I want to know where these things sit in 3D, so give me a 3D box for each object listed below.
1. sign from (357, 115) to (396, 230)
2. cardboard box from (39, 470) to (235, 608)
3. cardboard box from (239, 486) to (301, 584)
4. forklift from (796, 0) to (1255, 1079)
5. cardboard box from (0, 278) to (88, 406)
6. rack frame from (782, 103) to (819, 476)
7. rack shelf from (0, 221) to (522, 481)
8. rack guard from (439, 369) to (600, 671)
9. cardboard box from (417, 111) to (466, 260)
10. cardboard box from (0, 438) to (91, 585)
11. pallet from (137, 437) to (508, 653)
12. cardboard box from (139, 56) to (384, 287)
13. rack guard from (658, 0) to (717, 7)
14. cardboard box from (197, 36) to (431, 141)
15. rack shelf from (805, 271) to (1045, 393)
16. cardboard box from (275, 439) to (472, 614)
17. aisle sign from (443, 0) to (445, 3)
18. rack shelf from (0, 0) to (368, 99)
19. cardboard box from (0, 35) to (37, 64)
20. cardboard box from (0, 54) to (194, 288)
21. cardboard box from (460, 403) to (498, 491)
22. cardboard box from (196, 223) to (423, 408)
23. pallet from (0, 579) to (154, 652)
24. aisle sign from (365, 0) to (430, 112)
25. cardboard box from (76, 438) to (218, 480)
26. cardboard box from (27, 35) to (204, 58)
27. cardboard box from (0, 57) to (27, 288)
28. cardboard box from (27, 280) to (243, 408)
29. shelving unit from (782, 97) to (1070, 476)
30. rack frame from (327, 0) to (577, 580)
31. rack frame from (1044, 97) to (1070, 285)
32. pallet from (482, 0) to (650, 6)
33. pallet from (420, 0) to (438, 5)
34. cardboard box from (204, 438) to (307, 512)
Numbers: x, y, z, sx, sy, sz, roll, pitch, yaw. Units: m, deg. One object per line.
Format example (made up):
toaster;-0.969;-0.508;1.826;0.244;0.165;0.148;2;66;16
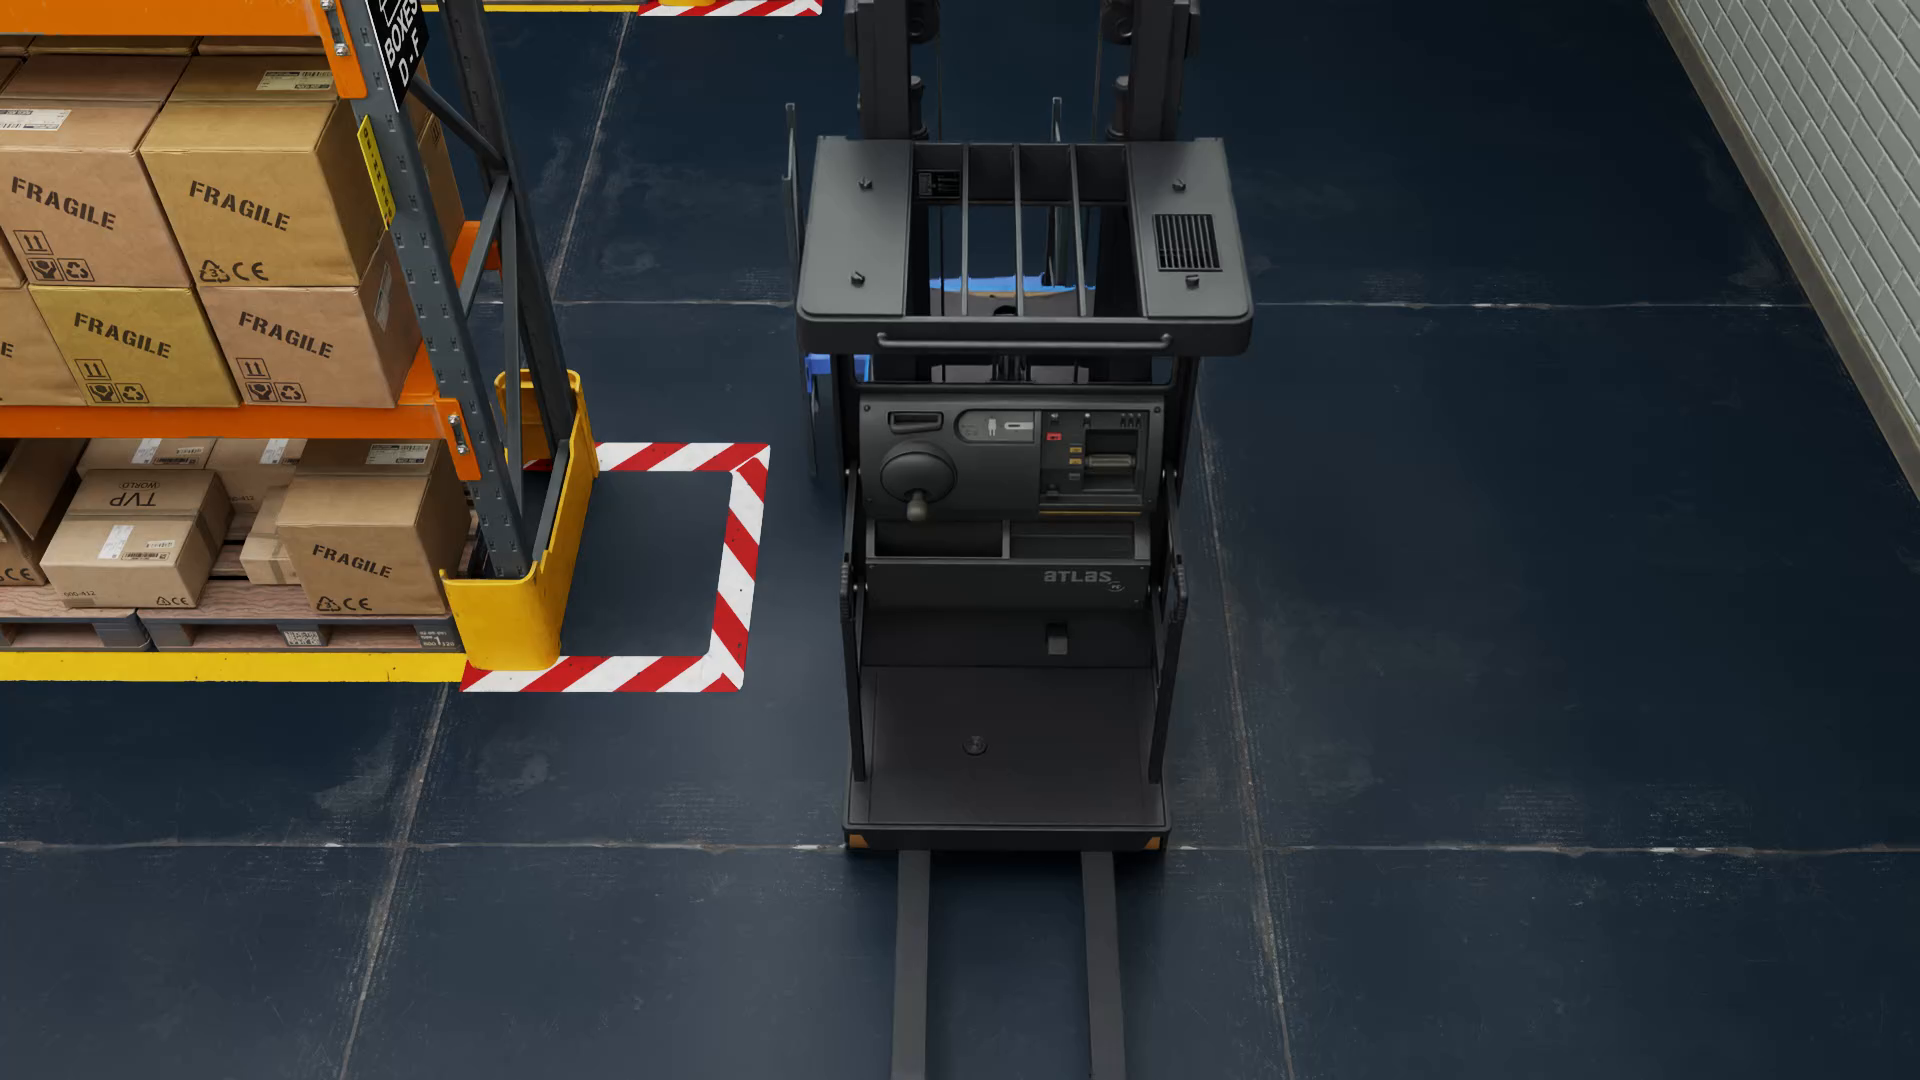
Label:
sign;-1.664;-1.046;4.748;0.005;0.325;0.100;0;47;0
cardboard box;-3.136;-0.009;6.368;0.500;0.250;0.500;0;47;0
cardboard box;-2.591;-0.023;6.438;0.250;0.166;0.380;0;47;0
forklift;0.158;-0.153;4.971;1.130;2.935;3.031;0;47;0
cardboard box;-3.108;-0.790;5.449;0.500;0.500;0.500;0;47;0
rack frame;-0.636;-0.969;6.708;0.032;1.500;0.500;-2;47;-2
rack shelf;-3.641;-0.710;5.934;4.000;0.370;1.077;0;47;0
rack guard;-1.717;-0.099;6.581;0.348;0.500;1.175;0;47;0
cardboard box;-2.084;-1.178;5.810;0.500;0.500;0.500;1;47;1
cardboard box;-3.763;-0.259;6.427;0.637;0.503;0.797;0;47;0
pallet;-2.515;-0.002;6.688;1.213;0.211;1.003;0;47;0
cardboard box;-2.088;-1.125;5.077;0.500;0.500;0.500;0;47;0
rack guard;-1.603;-3.724;9.956;0.348;0.500;1.175;0;47;0
cardboard box;-2.084;-1.519;5.444;0.500;0.500;0.500;1;47;1
rack shelf;-0.128;-0.861;6.853;1.000;0.185;0.538;-2;47;-2
cardboard box;-2.186;-0.069;6.253;0.500;0.500;0.500;0;47;0
aisle sign;-1.572;-2.051;4.914;0.004;0.787;0.394;0;47;0
rack shelf;-3.641;-1.732;4.836;4.000;0.370;1.077;0;47;0
cardboard box;-3.107;-1.520;5.445;0.500;0.500;0.500;1;47;1
cardboard box;-2.593;-1.125;5.078;0.500;0.500;0.500;1;47;1
cardboard box;-2.059;-0.381;6.784;0.250;0.149;0.380;0;47;0
cardboard box;-2.090;-0.786;5.445;0.500;0.500;0.500;1;47;1
pallet;-3.732;-0.007;6.693;1.213;0.211;1.003;0;47;0
aisle sign;-1.574;-1.611;4.505;0.004;0.787;0.394;0;47;0
cardboard box;-3.184;-0.375;6.708;0.500;0.250;0.500;0;47;0
cardboard box;-2.607;-1.515;5.440;0.500;0.500;0.500;1;47;1
cardboard box;-3.111;-1.123;5.076;0.500;0.500;0.500;1;47;1
cardboard box;-2.609;-0.785;5.444;0.500;0.500;0.500;1;47;0
shelving unit;-0.128;-0.984;6.722;1.048;1.500;0.538;-2;47;-2
rack frame;-1.641;-0.950;5.666;0.127;3.000;1.000;0;47;0
rack frame;0.380;-0.999;6.736;0.032;1.500;0.500;-2;47;-2
pallet;-2.427;-3.571;10.010;1.213;0.211;1.003;0;47;0
pallet;-3.643;-3.576;10.015;1.213;0.211;1.003;0;47;0
cardboard box;-2.684;-0.374;6.707;0.500;0.250;0.500;0;47;0
